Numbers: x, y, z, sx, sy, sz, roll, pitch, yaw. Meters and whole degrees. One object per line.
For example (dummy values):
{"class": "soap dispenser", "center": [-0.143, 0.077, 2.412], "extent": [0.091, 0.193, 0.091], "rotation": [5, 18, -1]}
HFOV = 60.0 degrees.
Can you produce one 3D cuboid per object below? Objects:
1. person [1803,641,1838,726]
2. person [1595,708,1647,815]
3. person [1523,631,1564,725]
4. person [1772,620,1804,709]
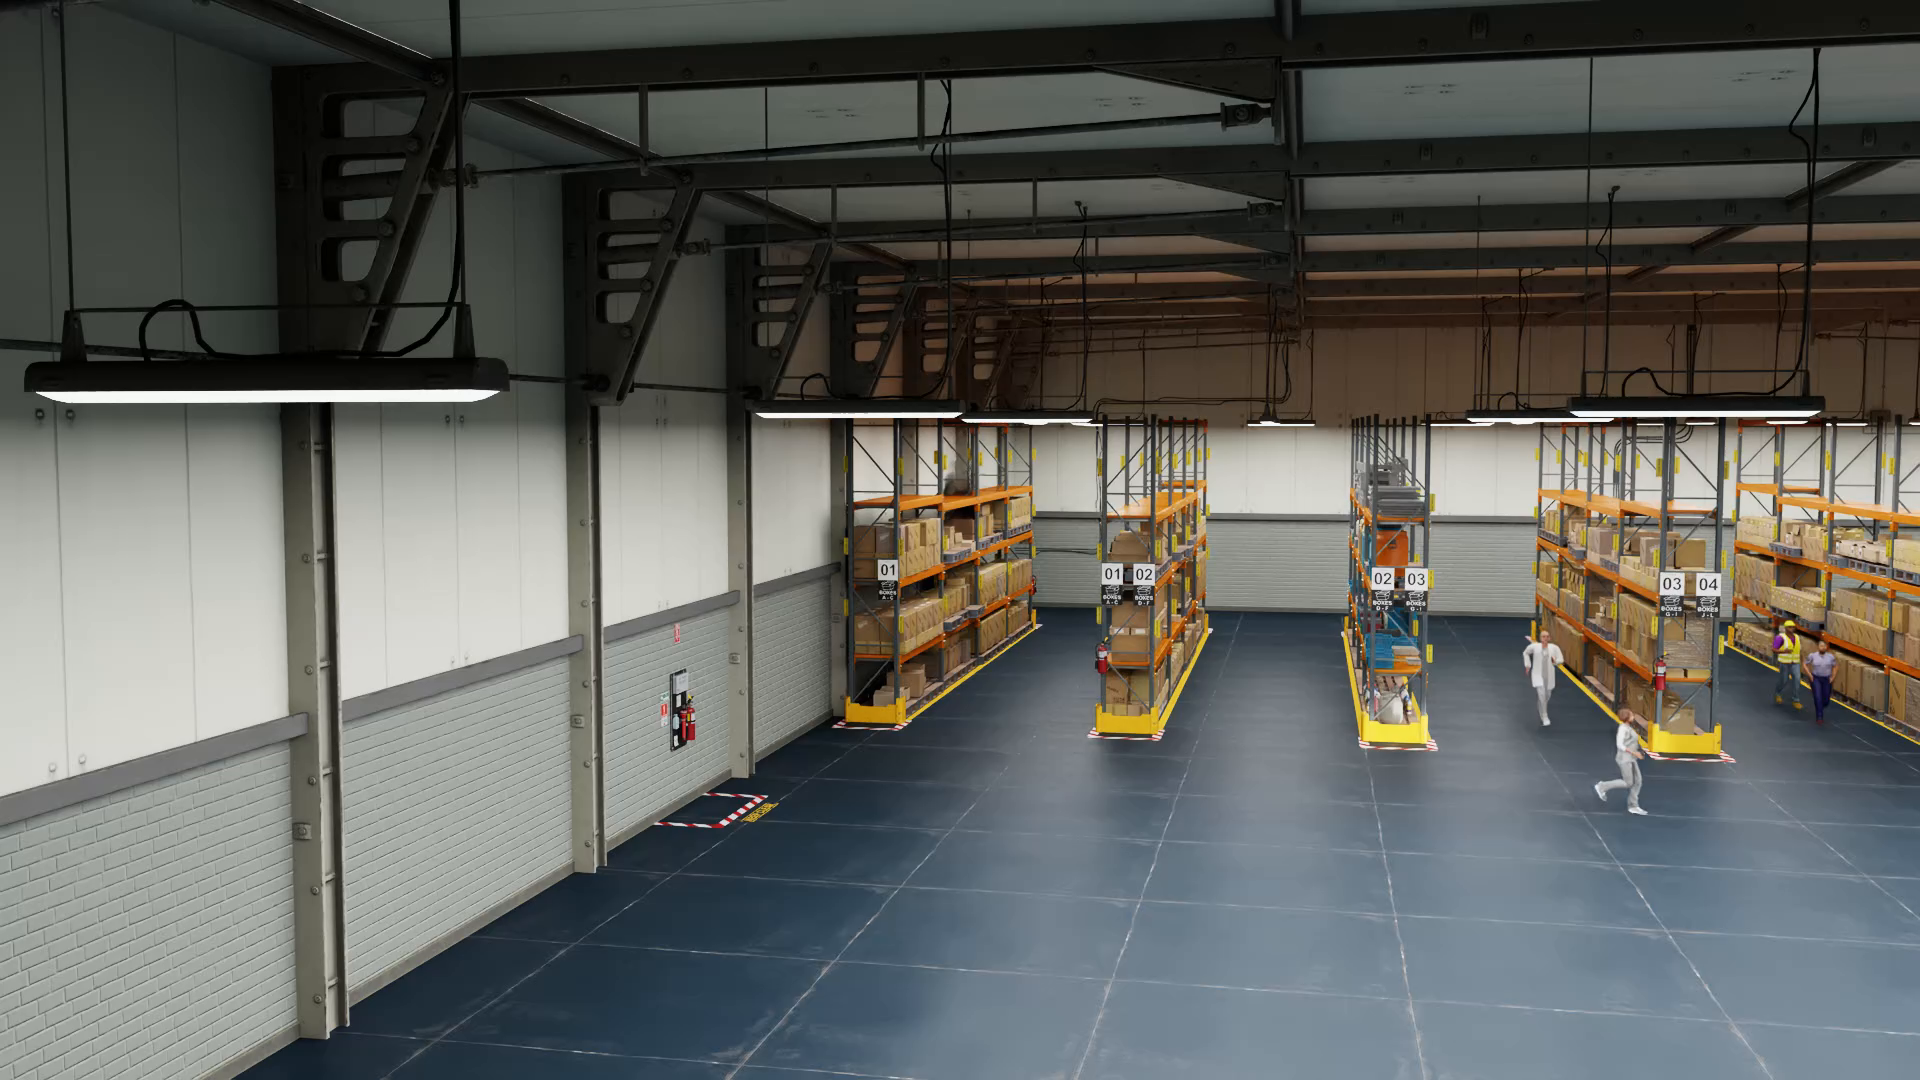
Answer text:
{"class": "person", "center": [16.785, 2.773, 32.451], "extent": [0.617, 1.621, 0.732], "rotation": [1, 4, 14]}
{"class": "person", "center": [9.898, 3.289, 24.830], "extent": [0.741, 1.578, 0.545], "rotation": [2, 5, 33]}
{"class": "person", "center": [11.352, 2.644, 32.345], "extent": [0.699, 1.771, 1.064], "rotation": [0, 4, 6]}
{"class": "person", "center": [17.035, 2.531, 34.161], "extent": [0.701, 1.765, 0.917], "rotation": [0, 4, -1]}
